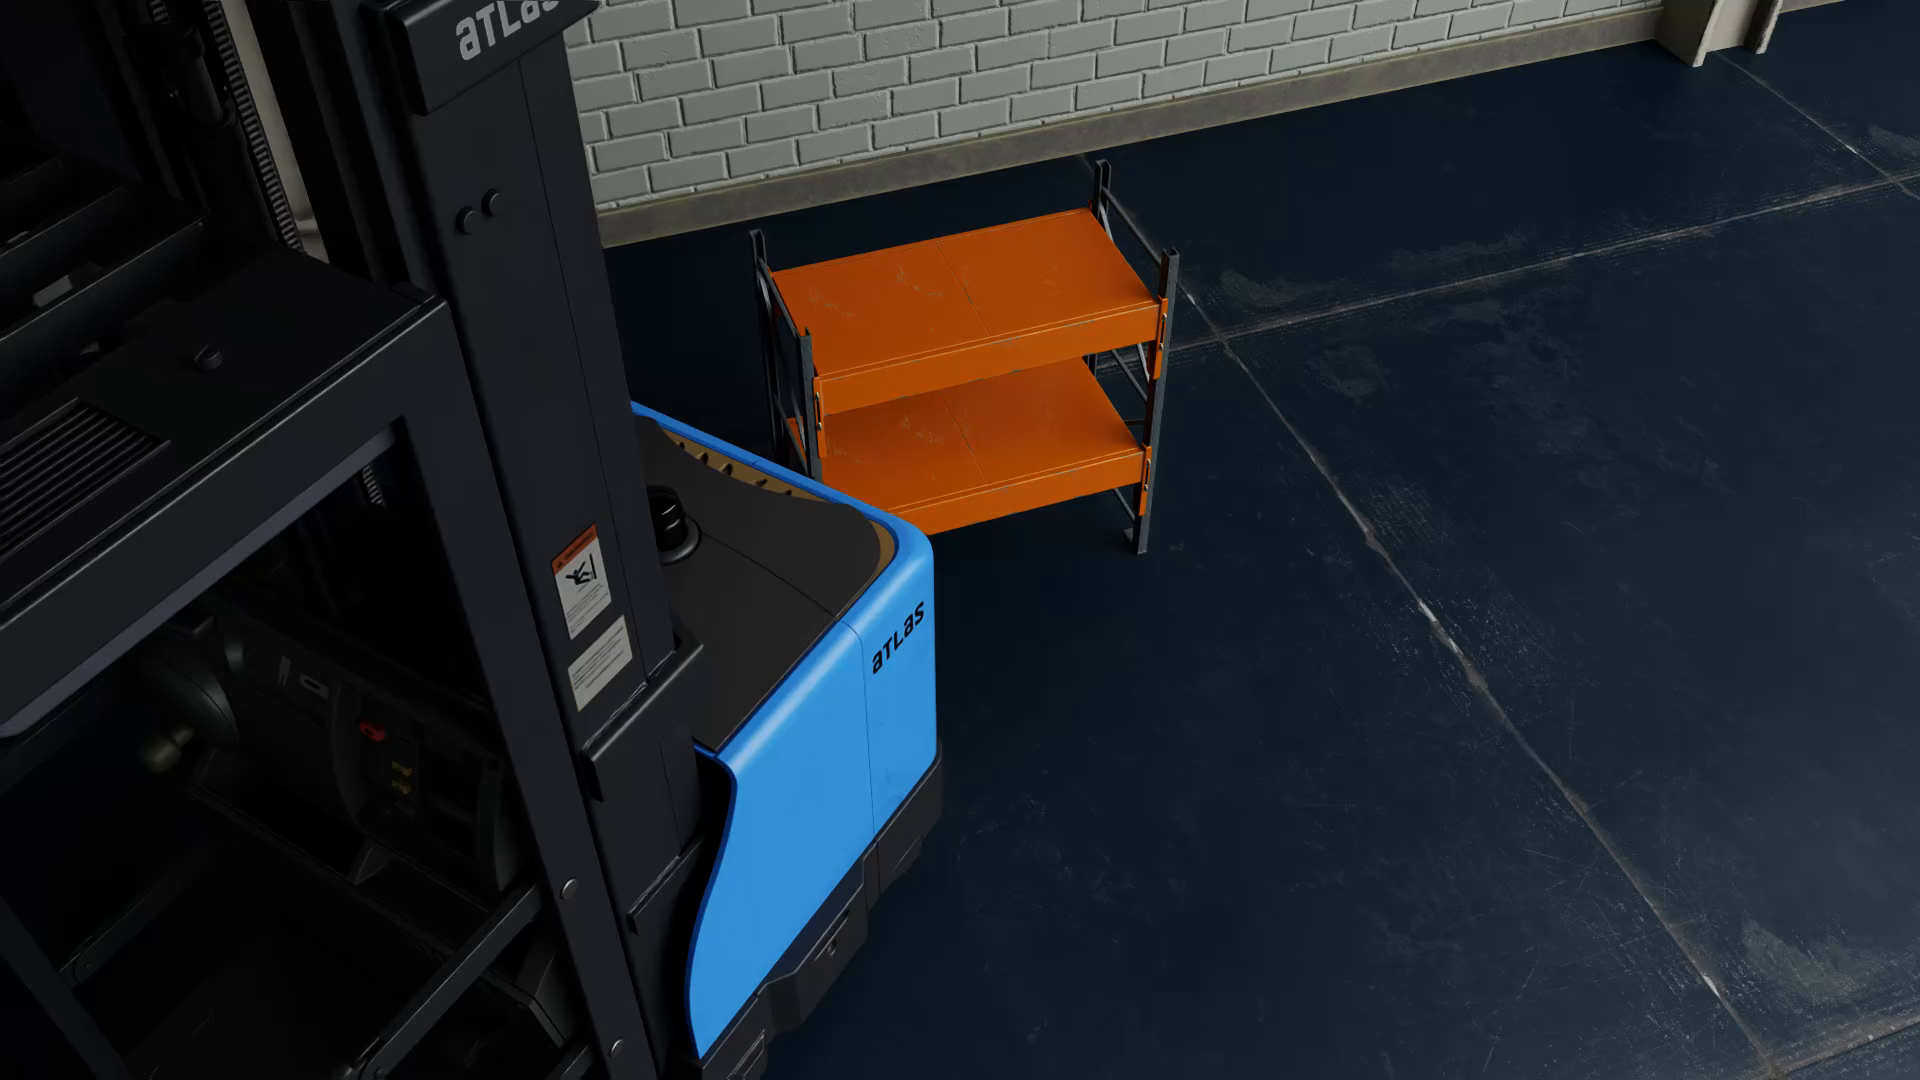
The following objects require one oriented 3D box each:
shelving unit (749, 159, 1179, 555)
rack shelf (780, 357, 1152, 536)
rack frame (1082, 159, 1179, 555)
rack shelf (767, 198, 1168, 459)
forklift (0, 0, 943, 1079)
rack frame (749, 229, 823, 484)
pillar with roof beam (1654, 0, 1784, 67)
[{"bbox_3d":[0.006,-0.399,4.853,1.048,1.125,0.538,-14,47,-14],"label":"shelving unit"},{"bbox_3d":[0.006,-0.226,5.026,1.000,0.278,0.538,-14,47,-14],"label":"rack shelf"},{"bbox_3d":[0.485,-0.521,4.975,0.032,1.125,0.500,-14,47,-14],"label":"rack frame"},{"bbox_3d":[0.006,-0.605,4.646,1.000,0.278,0.538,-14,47,-14],"label":"rack shelf"},{"bbox_3d":[-1.247,0.415,2.767,1.130,2.935,3.031,24,50,22],"label":"forklift"},{"bbox_3d":[-0.472,-0.276,4.731,0.032,1.125,0.500,-14,47,-14],"label":"rack frame"},{"bbox_3d":[4.822,-2.542,1.430,0.400,9.000,9.100,-14,47,-14],"label":"pillar with roof beam"}]
